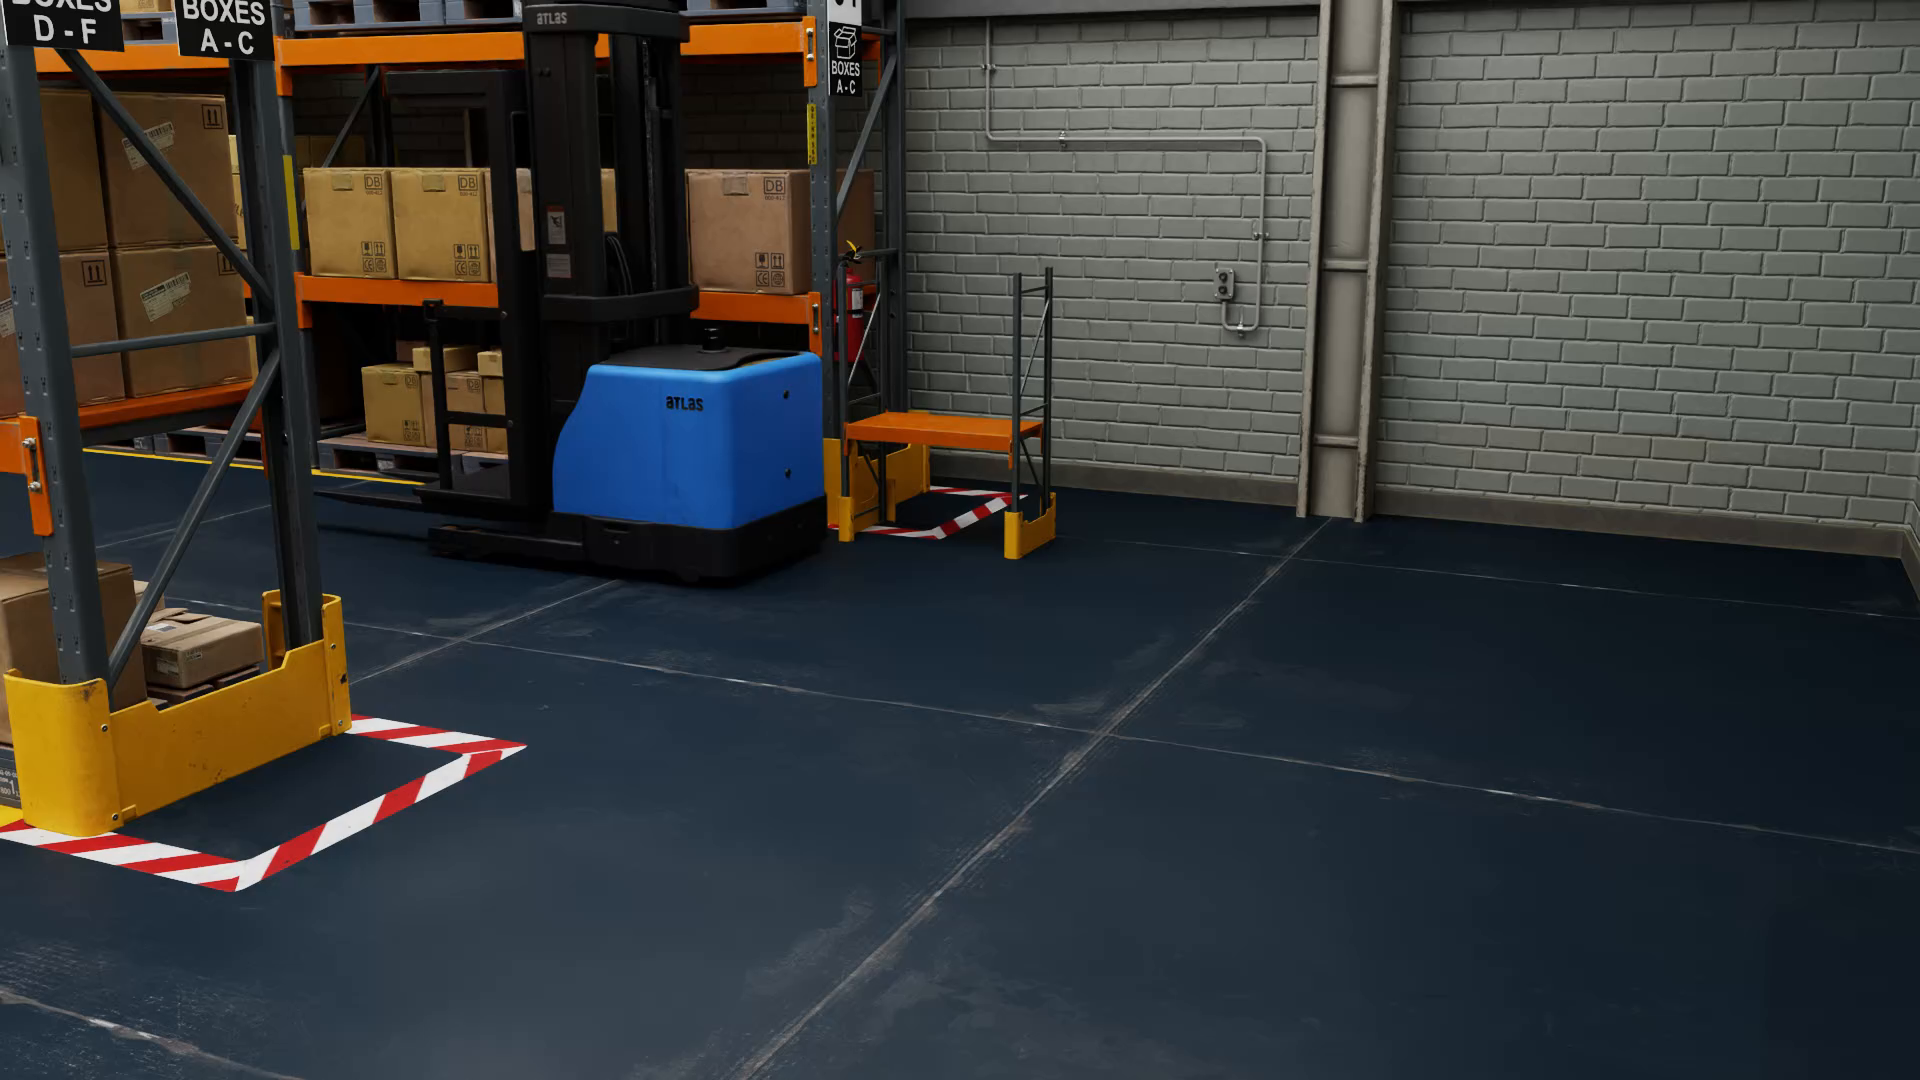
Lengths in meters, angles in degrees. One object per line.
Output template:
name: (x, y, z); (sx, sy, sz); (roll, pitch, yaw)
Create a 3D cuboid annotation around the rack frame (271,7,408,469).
rack frame: (-4.243, -2.052, 11.435); (0.127, 3.000, 1.000); (6, 14, 23)

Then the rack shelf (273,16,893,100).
rack shelf: (-2.414, -2.977, 10.385); (4.000, 0.370, 1.077); (6, 14, 23)

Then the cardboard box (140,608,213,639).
cardboard box: (-3.061, 0.384, 6.289); (0.250, 0.166, 0.380); (6, 14, 23)

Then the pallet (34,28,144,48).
pallet: (-6.266, -3.639, 12.046); (1.213, 0.211, 1.003); (7, 15, 26)

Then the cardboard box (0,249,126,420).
cardboard box: (-3.108, -0.680, 5.369); (0.500, 0.500, 0.500); (6, 15, 25)

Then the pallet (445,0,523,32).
pallet: (-2.388, -3.278, 10.288); (1.213, 0.211, 1.003); (6, 14, 23)

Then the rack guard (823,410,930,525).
rack guard: (-0.564, -0.463, 10.133); (0.348, 0.500, 1.175); (6, 14, 23)

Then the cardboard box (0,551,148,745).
cardboard box: (-3.186, 0.357, 5.677); (0.500, 0.500, 0.500); (6, 14, 23)

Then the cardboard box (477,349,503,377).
cardboard box: (-2.884, -1.147, 10.709); (0.250, 0.149, 0.380); (5, 14, 22)

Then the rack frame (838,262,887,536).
rack frame: (-0.543, -0.785, 9.318); (0.032, 1.500, 0.500); (6, 14, 23)

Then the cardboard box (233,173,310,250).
cardboard box: (-4.767, -2.246, 11.345); (0.500, 0.500, 0.500); (6, 14, 22)

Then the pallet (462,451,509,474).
pallet: (-2.460, -0.495, 10.904); (1.213, 0.211, 1.003); (6, 14, 23)

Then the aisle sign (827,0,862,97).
aisle sign: (-0.641, -2.878, 9.265); (0.004, 0.787, 0.394); (6, 14, 23)

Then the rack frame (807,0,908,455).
rack frame: (-0.586, -1.682, 9.857); (0.127, 3.000, 1.000); (6, 14, 23)

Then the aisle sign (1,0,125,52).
aisle sign: (-2.650, -1.842, 4.850); (0.004, 0.787, 0.394); (6, 14, 23)

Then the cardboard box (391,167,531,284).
cardboard box: (-3.088, -2.076, 10.879); (0.700, 0.700, 0.980); (5, 14, 22)

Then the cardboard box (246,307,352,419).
cardboard box: (-4.890, -1.243, 11.773); (0.750, 0.750, 0.750); (6, 14, 24)

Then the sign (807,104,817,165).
sign: (-0.818, -2.249, 9.220); (0.005, 0.325, 0.100); (6, 14, 23)

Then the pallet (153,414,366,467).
pallet: (-4.979, -0.750, 11.990); (1.213, 0.211, 1.003); (6, 14, 23)

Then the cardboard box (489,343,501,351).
cardboard box: (-2.929, -1.247, 11.136); (0.250, 0.149, 0.380); (5, 14, 21)

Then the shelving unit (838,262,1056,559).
shelving unit: (-0.070, -0.737, 9.114); (1.083, 1.500, 0.587); (6, 14, 23)

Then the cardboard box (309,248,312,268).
cardboard box: (-4.469, -2.012, 11.770); (0.250, 0.149, 0.380); (5, 14, 21)

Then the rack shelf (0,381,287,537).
rack shelf: (-4.417, -0.482, 6.317); (4.000, 0.370, 1.077); (6, 14, 23)

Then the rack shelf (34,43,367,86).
rack shelf: (-6.071, -3.347, 11.963); (4.000, 0.370, 1.077); (6, 14, 23)

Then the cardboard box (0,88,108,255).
cardboard box: (-3.107, -1.166, 5.251); (0.500, 0.500, 0.500); (6, 14, 23)

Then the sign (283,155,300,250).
sign: (-2.369, -1.182, 5.831); (0.005, 0.325, 0.100); (6, 14, 23)

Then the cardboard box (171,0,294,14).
cardboard box: (-5.003, -3.880, 11.475); (0.500, 0.500, 0.700); (5, 14, 20)

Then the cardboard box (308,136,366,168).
cardboard box: (-4.558, -2.718, 11.715); (0.500, 0.250, 0.500); (6, 15, 25)

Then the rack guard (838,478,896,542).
rack guard: (-0.525, -0.175, 9.453); (0.087, 0.250, 0.587); (6, 14, 23)

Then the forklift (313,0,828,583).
forklift: (-2.273, -1.421, 8.895); (3.031, 2.935, 1.130); (6, 15, 24)

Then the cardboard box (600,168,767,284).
cardboard box: (-1.726, -1.938, 10.292); (0.700, 0.700, 0.980); (6, 14, 23)

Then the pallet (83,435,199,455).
pallet: (-6.098, -0.863, 12.470); (1.213, 0.211, 1.003); (6, 14, 23)

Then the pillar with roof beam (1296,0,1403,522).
pillar with roof beam: (0.490, -3.634, 5.045); (0.400, 9.000, 9.100); (6, 14, 23)

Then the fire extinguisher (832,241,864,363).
fire extinguisher: (-0.635, -1.353, 9.438); (0.183, 0.674, 0.296); (6, 14, 23)

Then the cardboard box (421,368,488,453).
cardboard box: (-3.143, -0.902, 11.085); (0.500, 0.500, 0.700); (6, 14, 23)
